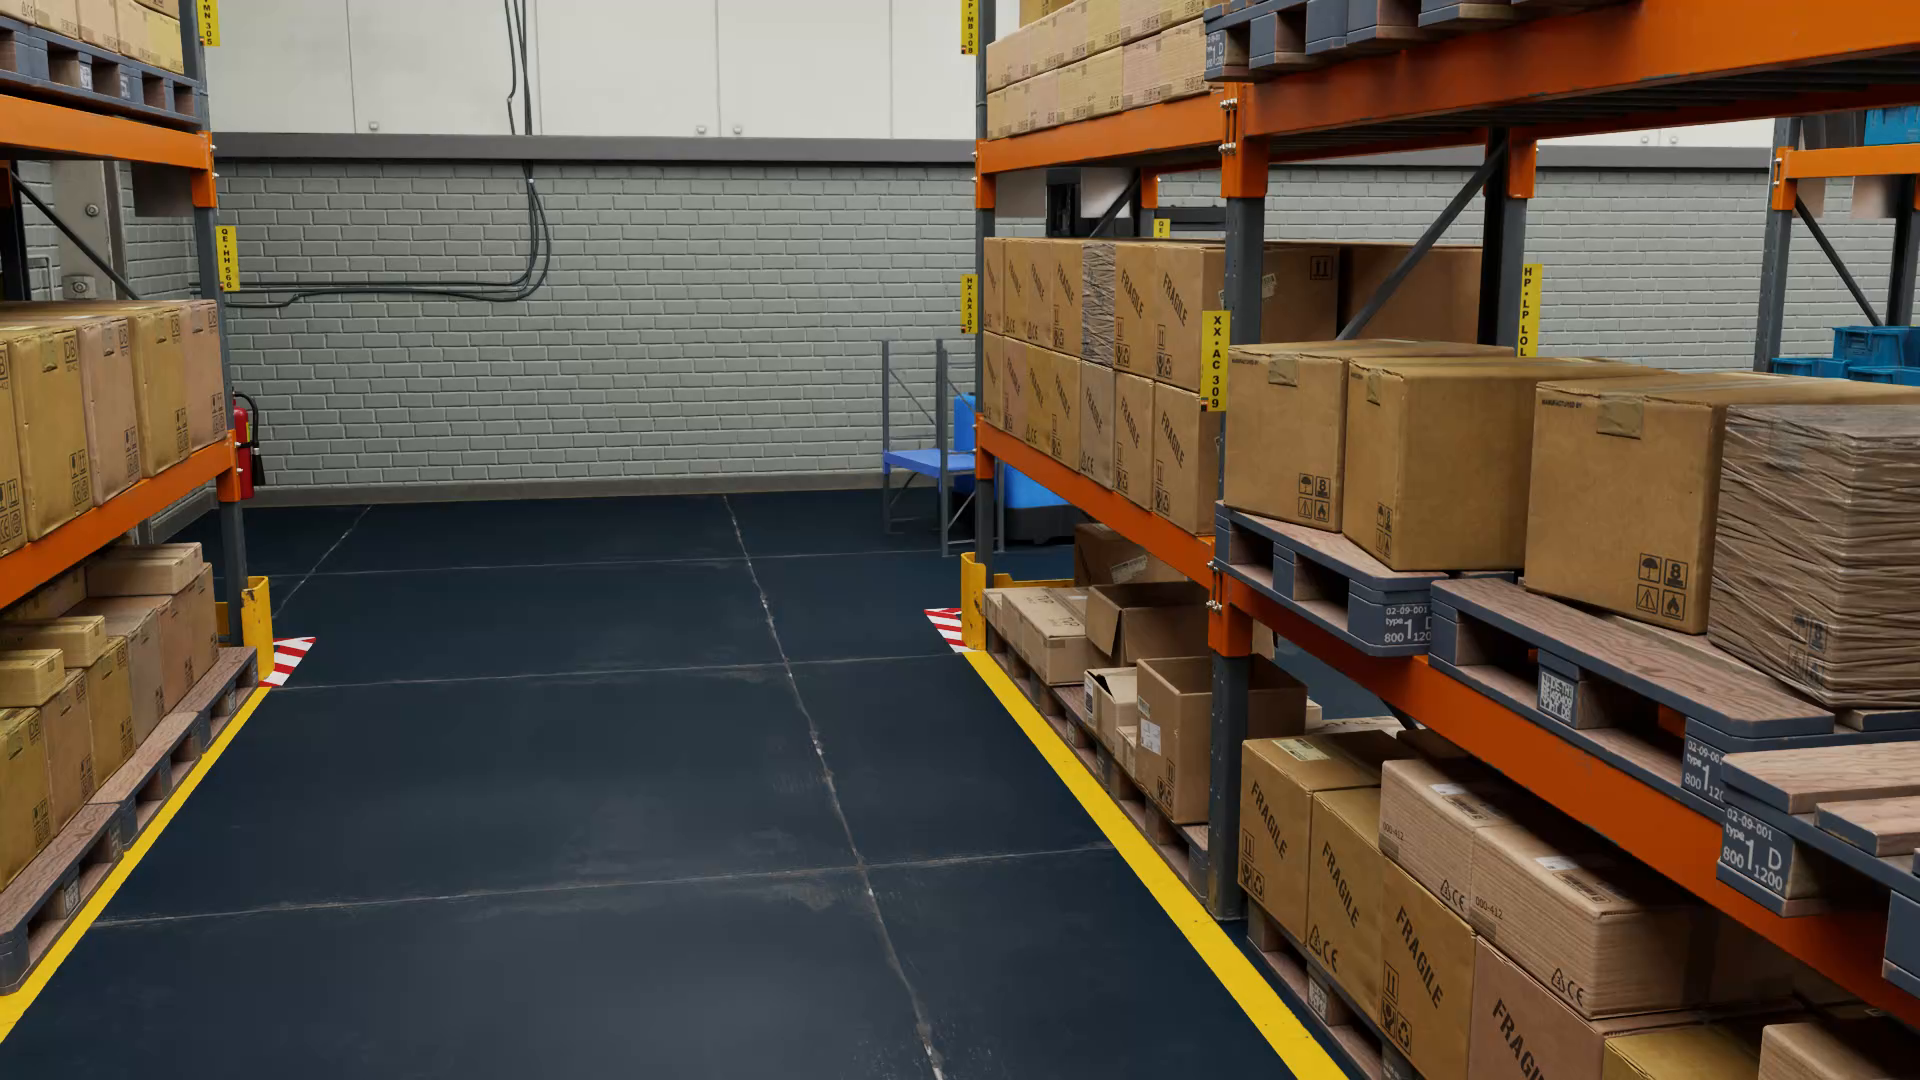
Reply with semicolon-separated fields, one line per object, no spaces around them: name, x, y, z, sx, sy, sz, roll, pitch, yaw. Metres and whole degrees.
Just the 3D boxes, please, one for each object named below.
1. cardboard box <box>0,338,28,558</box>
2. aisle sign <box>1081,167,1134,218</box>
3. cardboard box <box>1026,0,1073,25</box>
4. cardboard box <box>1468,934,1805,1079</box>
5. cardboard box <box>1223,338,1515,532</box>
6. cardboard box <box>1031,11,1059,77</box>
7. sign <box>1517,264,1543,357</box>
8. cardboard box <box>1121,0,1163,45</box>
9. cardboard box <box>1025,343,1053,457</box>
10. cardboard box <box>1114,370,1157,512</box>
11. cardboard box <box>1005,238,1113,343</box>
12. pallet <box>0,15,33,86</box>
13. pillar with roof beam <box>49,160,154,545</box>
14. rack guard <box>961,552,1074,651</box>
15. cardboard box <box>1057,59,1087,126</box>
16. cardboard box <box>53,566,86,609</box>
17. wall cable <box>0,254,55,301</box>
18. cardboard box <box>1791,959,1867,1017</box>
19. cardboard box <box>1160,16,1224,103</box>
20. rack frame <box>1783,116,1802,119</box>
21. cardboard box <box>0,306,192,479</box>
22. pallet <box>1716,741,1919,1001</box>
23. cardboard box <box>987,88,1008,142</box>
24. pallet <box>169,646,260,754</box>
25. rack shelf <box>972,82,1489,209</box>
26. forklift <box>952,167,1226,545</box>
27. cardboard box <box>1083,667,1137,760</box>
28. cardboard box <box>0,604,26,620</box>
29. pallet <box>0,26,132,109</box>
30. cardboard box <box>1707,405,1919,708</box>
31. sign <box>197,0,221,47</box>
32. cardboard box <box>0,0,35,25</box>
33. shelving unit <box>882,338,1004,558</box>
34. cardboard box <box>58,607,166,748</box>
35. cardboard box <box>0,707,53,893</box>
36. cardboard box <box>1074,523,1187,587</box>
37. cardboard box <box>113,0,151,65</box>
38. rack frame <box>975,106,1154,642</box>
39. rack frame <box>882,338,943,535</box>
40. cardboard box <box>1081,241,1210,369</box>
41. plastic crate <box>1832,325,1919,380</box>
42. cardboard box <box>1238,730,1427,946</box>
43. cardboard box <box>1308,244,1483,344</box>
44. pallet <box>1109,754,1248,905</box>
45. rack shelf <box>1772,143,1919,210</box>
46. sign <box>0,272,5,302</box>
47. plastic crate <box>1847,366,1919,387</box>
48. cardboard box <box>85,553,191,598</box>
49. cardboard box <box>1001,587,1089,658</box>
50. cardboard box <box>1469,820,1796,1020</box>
cardboard box;-3.582;-0.245;5.159;0.980;0.700;0.700;-2;11;-10
aisle sign;0.875;-2.213;9.347;0.394;0.787;0.004;-2;11;-11
cardboard box;0.718;-2.737;8.092;0.700;0.500;0.500;-2;11;-11
cardboard box;1.523;1.213;3.809;0.500;0.500;0.500;-3;11;-13
cardboard box;1.239;-0.339;5.063;0.700;0.500;0.500;-6;12;-30
cardboard box;0.626;-2.270;7.644;0.500;0.250;0.500;-2;11;-11
sign;1.909;-0.768;5.612;0.100;0.325;0.005;-2;11;-11
cardboard box;0.911;-1.995;6.197;0.500;0.250;0.500;-2;11;-11
cardboard box;0.616;-0.684;7.998;0.500;0.500;0.500;-2;11;-11
cardboard box;0.915;-0.404;6.531;0.500;0.500;0.500;-2;11;-9
cardboard box;0.525;-1.266;8.383;0.500;0.500;0.500;-2;11;-10
pallet;-3.641;-1.578;5.179;1.003;0.211;1.213;-2;11;-11
pillar with roof beam;-1.421;-4.299;11.214;9.100;9.000;0.400;-2;11;-11
rack guard;0.603;0.330;9.626;1.175;0.500;0.348;-2;11;-11
cardboard box;0.725;-1.933;7.209;0.500;0.250;0.500;-2;11;-11
cardboard box;-4.109;0.220;7.347;0.380;0.149;0.250;-2;11;-11
wall cable;-5.447;-1.431;9.474;0.084;1.984;1.851;-2;11;-11
cardboard box;2.029;1.190;3.932;0.500;0.500;0.500;-3;11;-13
cardboard box;1.010;-1.658;5.762;0.500;0.250;0.500;-2;11;-11
rack frame;5.447;-4.039;9.847;1.000;3.000;0.127;-2;11;-11
cardboard box;-4.009;-0.652;7.299;0.980;0.700;0.700;-2;11;-11
pallet;1.943;0.528;2.414;1.213;0.211;1.003;-2;11;-11
cardboard box;0.438;-2.208;8.656;0.500;0.250;0.500;-2;11;-11
pallet;-4.038;0.783;8.021;1.003;0.211;1.213;-2;11;-11
rack shelf;0.977;-1.665;7.325;1.077;0.370;4.000;-2;11;-11
forklift;1.484;-1.577;13.143;3.031;2.935;1.130;-6;12;-27
cardboard box;0.831;0.695;7.039;0.500;0.311;0.500;-2;11;-11
cardboard box;-3.960;0.360;6.611;0.380;0.149;0.250;-2;11;-12
pallet;-3.875;-1.801;6.353;1.003;0.211;1.213;-2;11;-11
cardboard box;1.920;0.014;3.211;0.700;0.500;0.500;0;11;0
sign;-3.736;-2.618;8.250;0.100;0.325;0.005;-2;11;-11
cardboard box;-3.453;-1.883;5.556;0.500;0.250;0.500;-2;11;-12
shelving unit;-0.137;-0.715;12.442;0.538;1.500;1.048;-5;12;-26
cardboard box;-3.840;0.599;7.088;0.700;0.500;0.500;-2;11;-13
cardboard box;-3.537;0.883;5.596;0.700;0.500;0.500;-2;11;-10
cardboard box;0.935;0.191;9.181;0.500;0.500;0.500;-2;11;-11
cardboard box;-3.765;-2.166;7.044;0.500;0.250;0.500;-3;11;-13
rack frame;0.588;-0.912;9.466;1.000;3.000;0.127;-2;11;-11
rack frame;-0.365;-0.800;12.888;0.500;1.500;0.032;-5;12;-26
cardboard box;0.813;-0.988;6.925;0.500;0.500;0.500;-2;11;-11
plastic crate;5.696;-1.084;10.113;0.616;0.435;0.499;-2;11;-11
cardboard box;1.221;0.931;5.291;0.500;0.500;0.500;-3;11;-14
cardboard box;1.550;-0.815;6.016;0.500;0.500;0.500;-2;11;-10
pallet;1.233;1.066;6.534;1.003;0.211;1.213;-2;11;-11
rack shelf;5.836;-1.845;8.268;1.077;0.370;4.000;-2;11;-11
sign;-4.816;-1.176;8.327;0.100;0.325;0.005;-2;11;-11
plastic crate;5.300;-0.861;9.483;0.416;0.233;0.300;-2;11;-11
cardboard box;-3.782;0.160;7.659;0.380;0.149;0.250;-2;11;-9
cardboard box;0.513;0.424;8.622;0.500;0.250;0.500;-2;11;-11
cardboard box;1.513;0.838;3.774;0.500;0.250;0.500;-2;11;-12
